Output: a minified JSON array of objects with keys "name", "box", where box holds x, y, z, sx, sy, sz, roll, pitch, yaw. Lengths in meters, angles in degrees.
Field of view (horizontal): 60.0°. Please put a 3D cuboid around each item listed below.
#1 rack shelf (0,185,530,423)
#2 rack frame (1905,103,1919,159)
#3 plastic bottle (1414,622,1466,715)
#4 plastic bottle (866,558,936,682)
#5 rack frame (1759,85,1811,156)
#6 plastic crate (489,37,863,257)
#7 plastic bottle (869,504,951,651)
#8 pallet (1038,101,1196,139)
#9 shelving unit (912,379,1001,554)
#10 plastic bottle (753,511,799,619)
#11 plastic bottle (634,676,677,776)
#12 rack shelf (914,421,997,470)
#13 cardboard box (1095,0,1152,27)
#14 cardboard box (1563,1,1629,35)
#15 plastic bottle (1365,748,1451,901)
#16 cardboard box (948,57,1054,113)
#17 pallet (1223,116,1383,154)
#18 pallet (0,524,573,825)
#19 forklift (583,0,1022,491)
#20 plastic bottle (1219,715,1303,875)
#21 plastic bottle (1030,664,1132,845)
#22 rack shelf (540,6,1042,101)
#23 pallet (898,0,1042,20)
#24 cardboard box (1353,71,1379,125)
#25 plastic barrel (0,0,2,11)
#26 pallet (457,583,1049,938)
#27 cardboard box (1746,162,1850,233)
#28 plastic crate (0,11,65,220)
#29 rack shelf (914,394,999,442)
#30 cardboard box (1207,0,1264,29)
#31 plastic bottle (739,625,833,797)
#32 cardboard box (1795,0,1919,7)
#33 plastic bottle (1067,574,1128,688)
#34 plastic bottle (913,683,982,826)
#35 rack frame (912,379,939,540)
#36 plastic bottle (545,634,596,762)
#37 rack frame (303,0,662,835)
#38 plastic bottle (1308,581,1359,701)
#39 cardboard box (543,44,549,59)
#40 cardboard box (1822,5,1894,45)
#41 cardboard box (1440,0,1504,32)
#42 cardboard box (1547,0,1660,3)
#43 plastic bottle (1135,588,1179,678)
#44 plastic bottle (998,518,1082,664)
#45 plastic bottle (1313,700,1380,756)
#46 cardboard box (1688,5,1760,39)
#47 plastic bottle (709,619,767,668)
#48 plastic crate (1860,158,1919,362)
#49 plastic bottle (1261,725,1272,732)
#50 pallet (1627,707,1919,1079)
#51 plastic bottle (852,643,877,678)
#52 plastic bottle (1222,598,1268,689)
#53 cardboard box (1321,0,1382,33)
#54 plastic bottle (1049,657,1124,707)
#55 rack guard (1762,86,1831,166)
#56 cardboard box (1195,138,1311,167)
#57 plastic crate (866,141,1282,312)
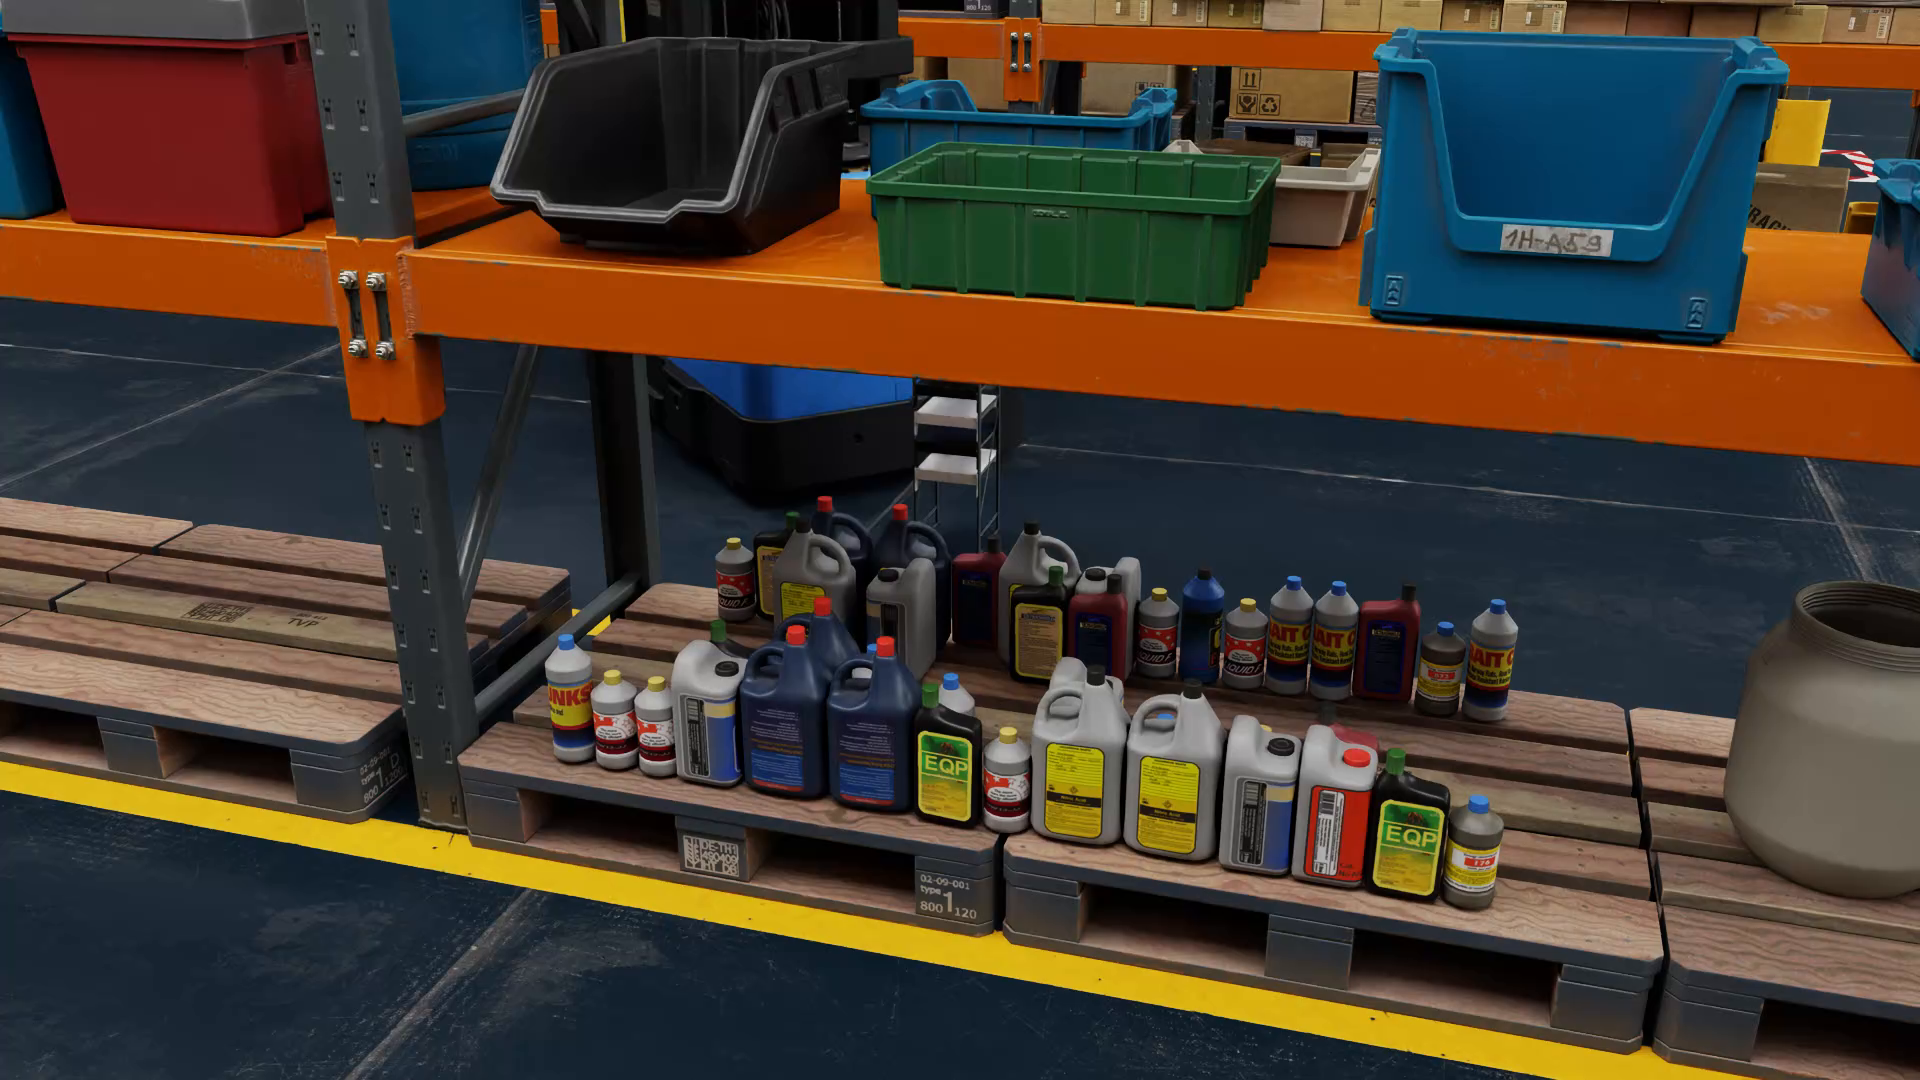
[{"name":"rack shelf","box":[-2.918,-0.810,4.241,4.000,0.370,1.077,7,23,16]},{"name":"rack frame","box":[4.257,-2.285,6.888,0.127,3.000,1.000,7,23,16]},{"name":"plastic bottle","box":[1.081,0.282,3.737,0.097,0.201,0.097,0,22,0]},{"name":"plastic bottle","box":[-0.139,0.176,3.898,0.135,0.276,0.152,7,23,16]},{"name":"rack frame","box":[5.786,-4.076,11.255,0.127,3.000,1.000,7,23,16]},{"name":"plastic crate","box":[-0.539,-0.792,3.329,0.504,0.338,0.767,7,23,16]},{"name":"plastic bottle","box":[-0.120,0.085,4.021,0.185,0.351,0.144,5,23,13]},{"name":"pallet","box":[1.196,-3.282,12.992,1.213,0.211,1.003,7,23,16]},{"name":"shelving unit","box":[-0.008,-0.417,5.101,0.210,0.900,0.258,7,23,16]},{"name":"plastic bottle","box":[-0.448,0.062,4.166,0.133,0.283,0.061,8,24,18]},{"name":"plastic bottle","box":[-0.630,0.384,3.490,0.097,0.201,0.097,0,22,0]},{"name":"rack shelf","box":[-0.008,-0.303,5.148,0.200,0.077,0.258,7,23,16]},{"name":"cardboard box","box":[0.782,-2.442,7.603,0.250,0.149,0.380,7,23,16]},{"name":"cardboard box","box":[2.723,-2.256,7.149,0.250,0.149,0.380,7,23,16]},{"name":"plastic bottle","box":[0.824,0.519,3.051,0.133,0.283,0.061,7,23,17]},{"name":"cardboard box","box":[0.414,-3.811,13.018,0.750,0.750,1.050,7,23,15]},{"name":"pallet","box":[2.662,-3.113,12.580,1.213,0.211,1.003,7,23,15]},{"name":"pallet","box":[-1.767,0.294,4.275,1.213,0.211,1.003,7,23,16]},{"name":"forklift","box":[-0.914,-2.036,6.371,1.130,2.935,3.031,-11,25,-26]},{"name":"plastic bottle","box":[0.575,0.476,3.166,0.135,0.276,0.152,6,23,14]},{"name":"plastic bottle","box":[0.237,0.405,3.242,0.185,0.351,0.144,6,23,15]},{"name":"rack shelf","box":[-1.488,-2.610,8.628,4.000,0.370,1.077,7,23,16]},{"name":"pallet","box":[-0.262,-2.771,8.327,1.213,0.211,1.003,7,23,16]},{"name":"cardboard box","box":[3.403,-3.534,12.179,0.875,0.875,0.875,7,23,16]},{"name":"plastic barrel","box":[-2.558,-1.252,4.190,0.433,0.535,0.433,0,22,0]},{"name":"pallet","box":[-0.373,0.455,3.883,1.213,0.211,1.003,7,23,16]},{"name":"cardboard box","box":[3.664,-1.397,7.465,0.500,0.500,0.500,11,25,25]},{"name":"plastic crate","box":[-2.149,-0.925,3.592,0.575,0.384,0.392,7,23,16]},{"name":"rack shelf","box":[-0.008,-0.386,5.114,0.200,0.077,0.258,7,23,16]},{"name":"cardboard box","box":[1.271,-2.401,7.502,0.250,0.149,0.380,7,23,16]},{"name":"plastic bottle","box":[-0.351,0.337,3.406,0.185,0.351,0.144,7,23,17]},{"name":"cardboard box","box":[3.738,-2.539,6.984,0.500,0.500,0.875,7,23,16]},{"name":"plastic bottle","box":[0.314,0.209,3.806,0.133,0.283,0.061,7,23,16]},{"name":"plastic bottle","box":[-0.024,0.422,3.287,0.133,0.283,0.061,8,23,18]},{"name":"rack frame","box":[-0.105,-0.428,5.129,0.006,0.900,0.240,7,23,16]},{"name":"plastic bottle","box":[-0.825,0.329,3.531,0.097,0.271,0.097,0,22,0]},{"name":"rack frame","box":[-1.003,-0.924,3.570,0.127,3.000,1.000,7,23,16]},{"name":"plastic bottle","box":[0.852,0.224,3.788,0.097,0.271,0.097,0,22,0]},{"name":"cardboard box","box":[-3.585,-4.078,14.001,0.500,0.500,0.500,5,23,13]},{"name":"cardboard box","box":[3.685,-2.153,6.897,0.250,0.149,0.380,7,23,16]},{"name":"cardboard box","box":[2.239,-2.304,7.265,0.250,0.149,0.380,7,23,16]},{"name":"cardboard box","box":[2.759,-2.621,7.183,0.500,0.500,0.875,7,23,16]},{"name":"plastic bottle","box":[0.465,0.212,3.909,0.097,0.201,0.097,0,22,0]},{"name":"plastic bottle","box":[0.189,0.120,3.935,0.185,0.351,0.144,6,23,15]},{"name":"plastic bottle","box":[0.738,0.449,3.222,0.133,0.283,0.061,7,23,16]},{"name":"cardboard box","box":[3.196,-2.194,6.998,0.250,0.149,0.380,7,23,16]},{"name":"plastic bottle","box":[-0.477,0.310,3.561,0.133,0.283,0.061,7,23,16]},{"name":"plastic crate","box":[1.640,-0.436,2.577,0.408,0.251,0.499,7,23,16]},{"name":"plastic bottle","box":[0.593,0.463,3.295,0.097,0.201,0.097,0,22,0]},{"name":"pallet","box":[1.963,0.722,3.231,1.213,0.211,1.003,7,23,16]},{"name":"plastic bottle","box":[-0.177,0.346,3.489,0.097,0.271,0.097,0,22,0]},{"name":"plastic bottle","box":[0.662,0.234,3.854,0.097,0.201,0.097,0,22,0]},{"name":"cardboard box","box":[1.750,-2.346,7.369,0.250,0.149,0.380,7,23,16]},{"name":"plastic bottle","box":[0.256,0.383,3.394,0.135,0.276,0.152,7,23,16]},{"name":"rack guard","box":[5.809,-2.917,11.723,0.348,0.500,1.175,7,23,16]},{"name":"cardboard box","box":[1.349,-1.643,8.063,0.500,0.500,0.500,15,27,32]},{"name":"plastic crate","box":[0.215,-0.575,2.998,0.662,0.188,0.450,7,23,16]}]
